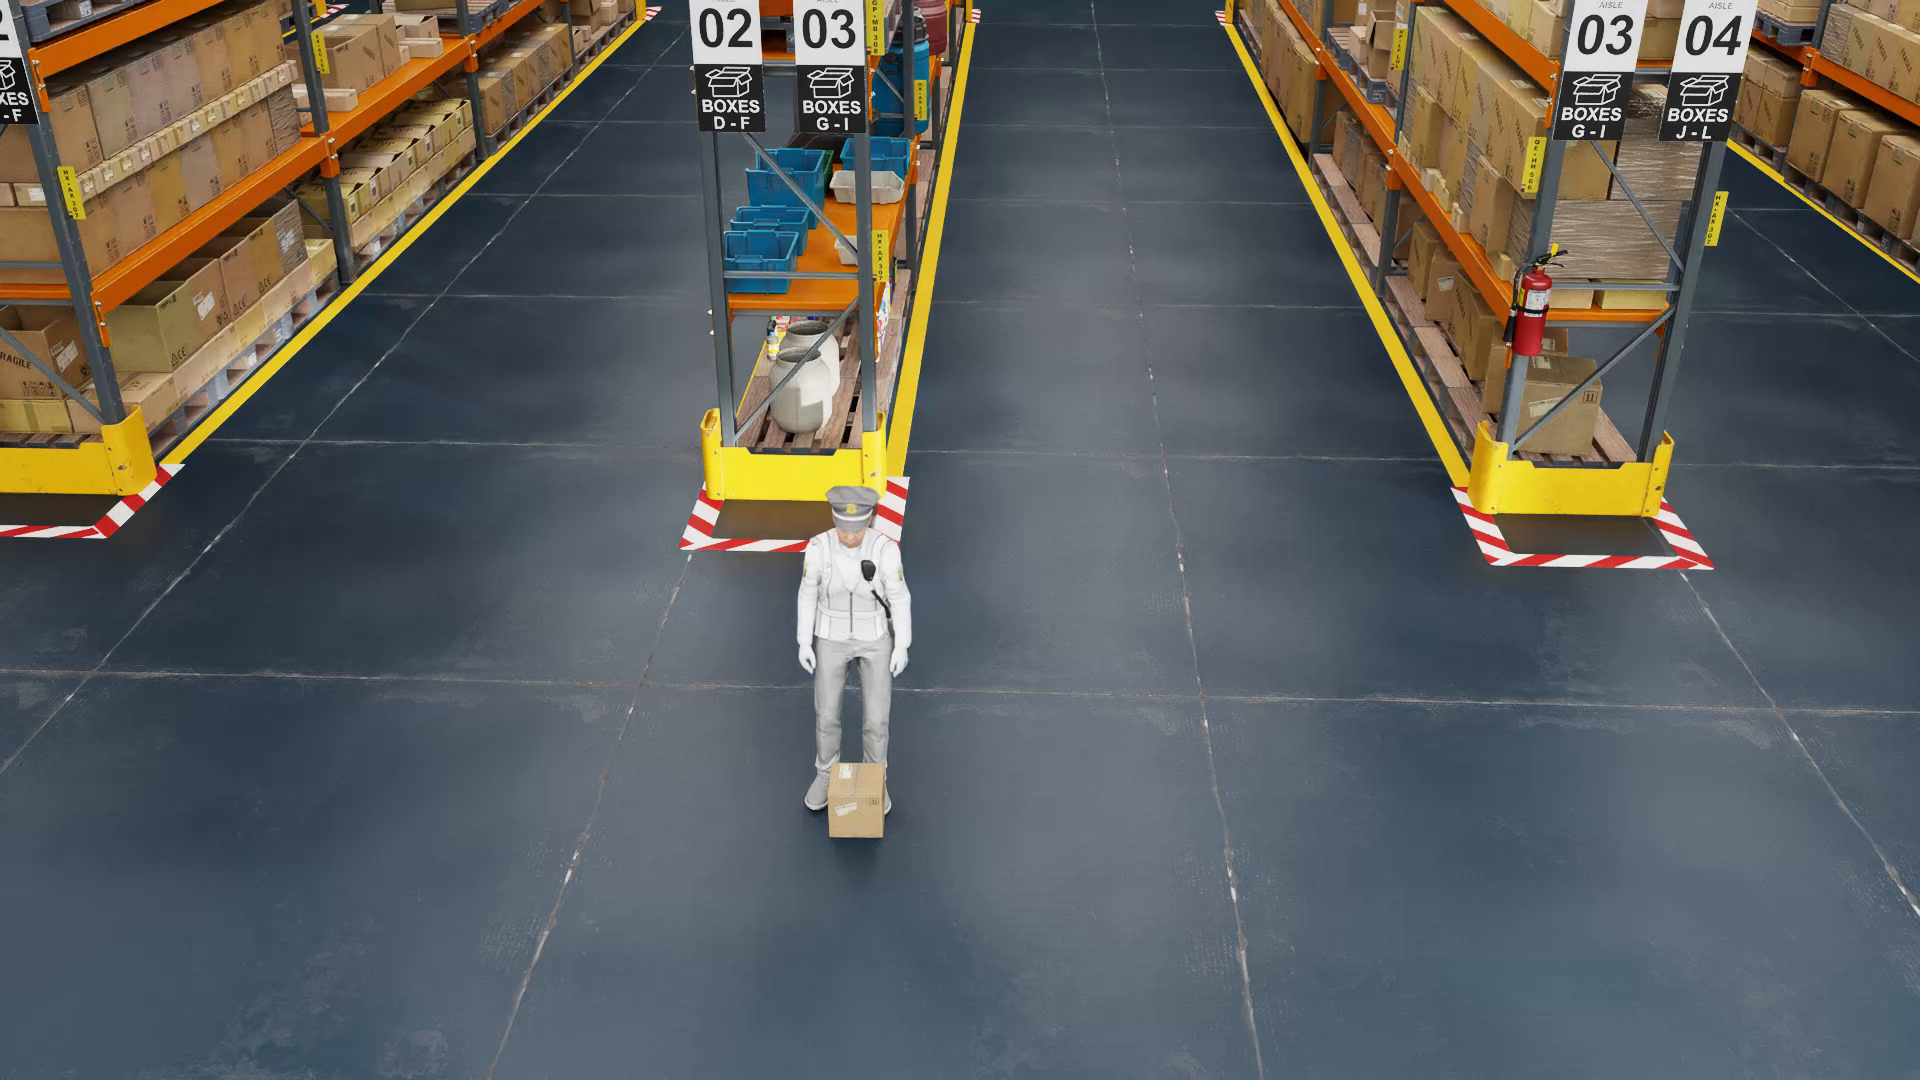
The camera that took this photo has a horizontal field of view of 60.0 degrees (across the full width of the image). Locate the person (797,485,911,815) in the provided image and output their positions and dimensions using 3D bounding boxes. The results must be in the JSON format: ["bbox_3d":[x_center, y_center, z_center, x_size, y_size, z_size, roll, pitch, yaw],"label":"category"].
[{"bbox_3d":[-0.491,0.496,7.692,0.528,1.662,0.407,1,28,2],"label":"person"}]
